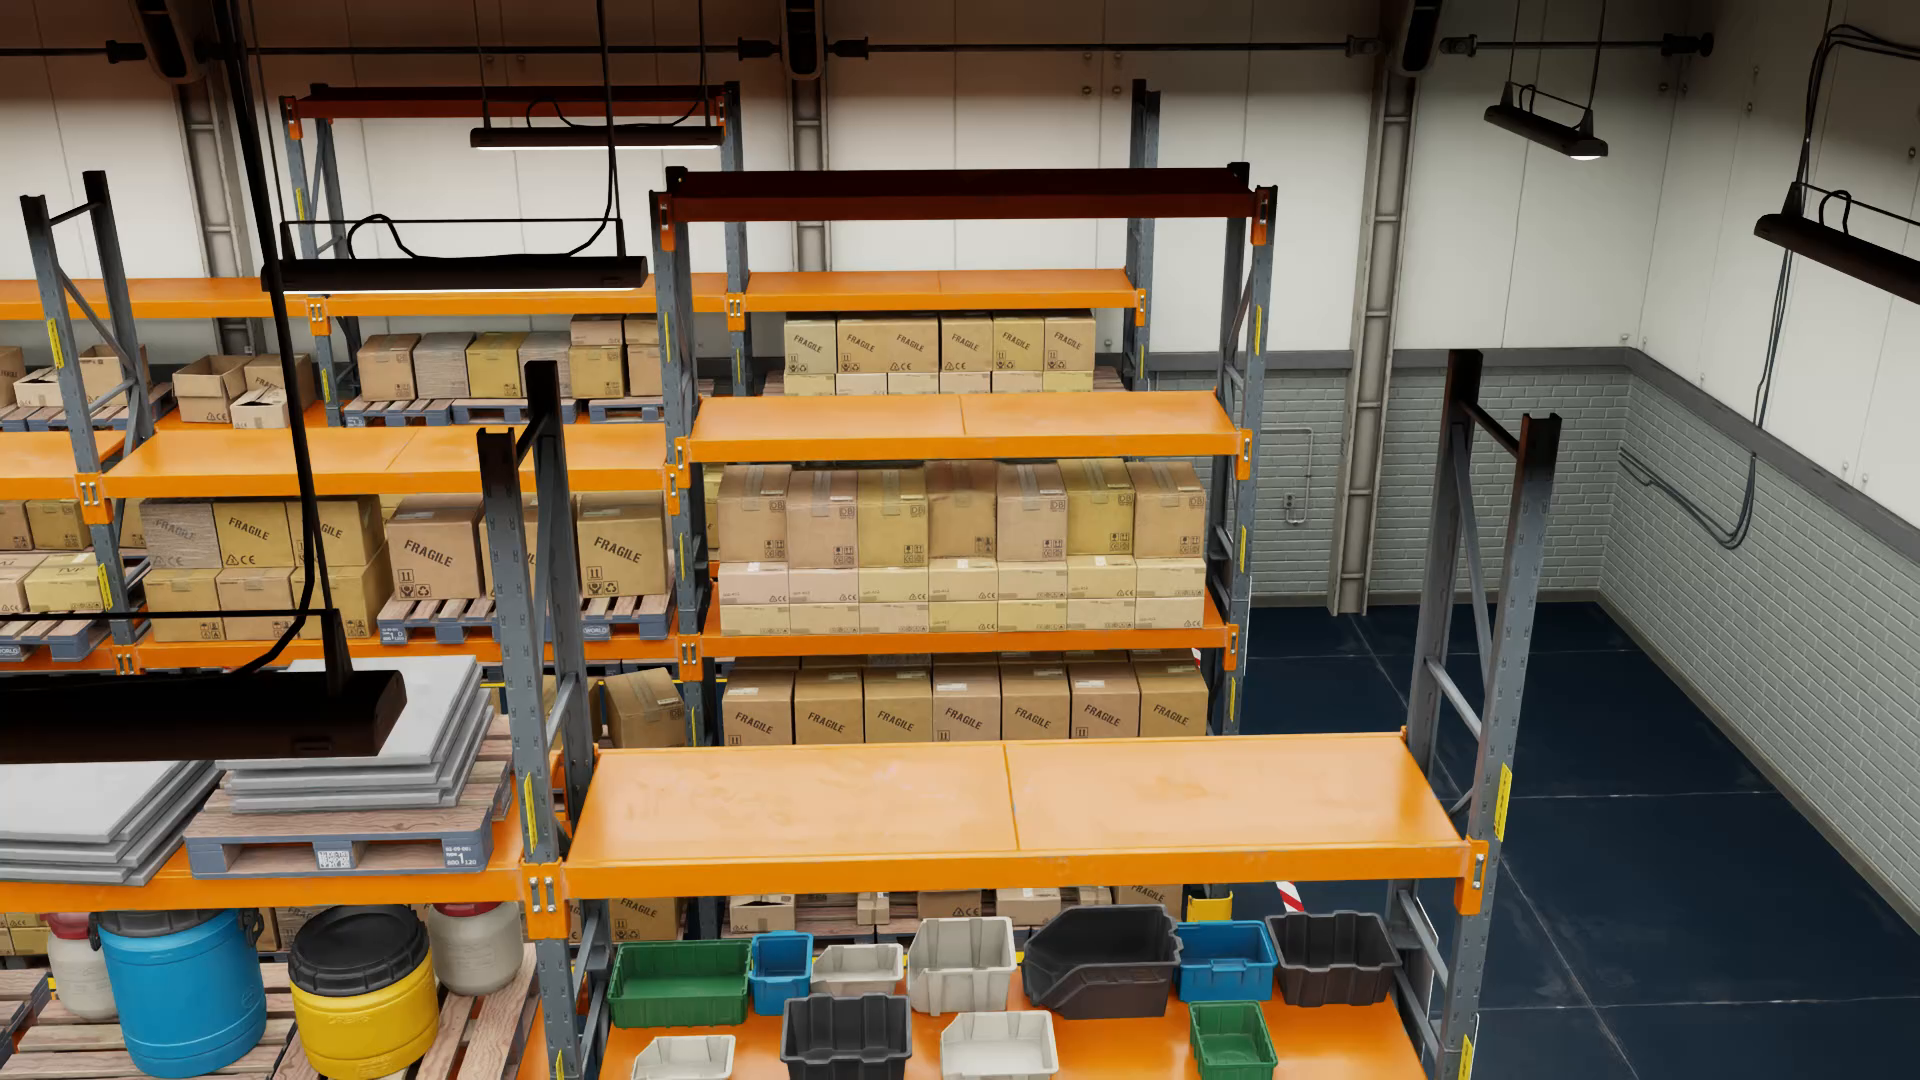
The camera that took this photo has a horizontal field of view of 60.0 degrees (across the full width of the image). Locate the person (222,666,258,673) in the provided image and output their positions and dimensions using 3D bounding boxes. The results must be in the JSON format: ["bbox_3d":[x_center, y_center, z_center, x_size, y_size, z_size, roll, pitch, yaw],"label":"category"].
[{"bbox_3d":[-6.855,1.340,15.502,0.671,1.804,0.562,-10,24,-23],"label":"person"}]
